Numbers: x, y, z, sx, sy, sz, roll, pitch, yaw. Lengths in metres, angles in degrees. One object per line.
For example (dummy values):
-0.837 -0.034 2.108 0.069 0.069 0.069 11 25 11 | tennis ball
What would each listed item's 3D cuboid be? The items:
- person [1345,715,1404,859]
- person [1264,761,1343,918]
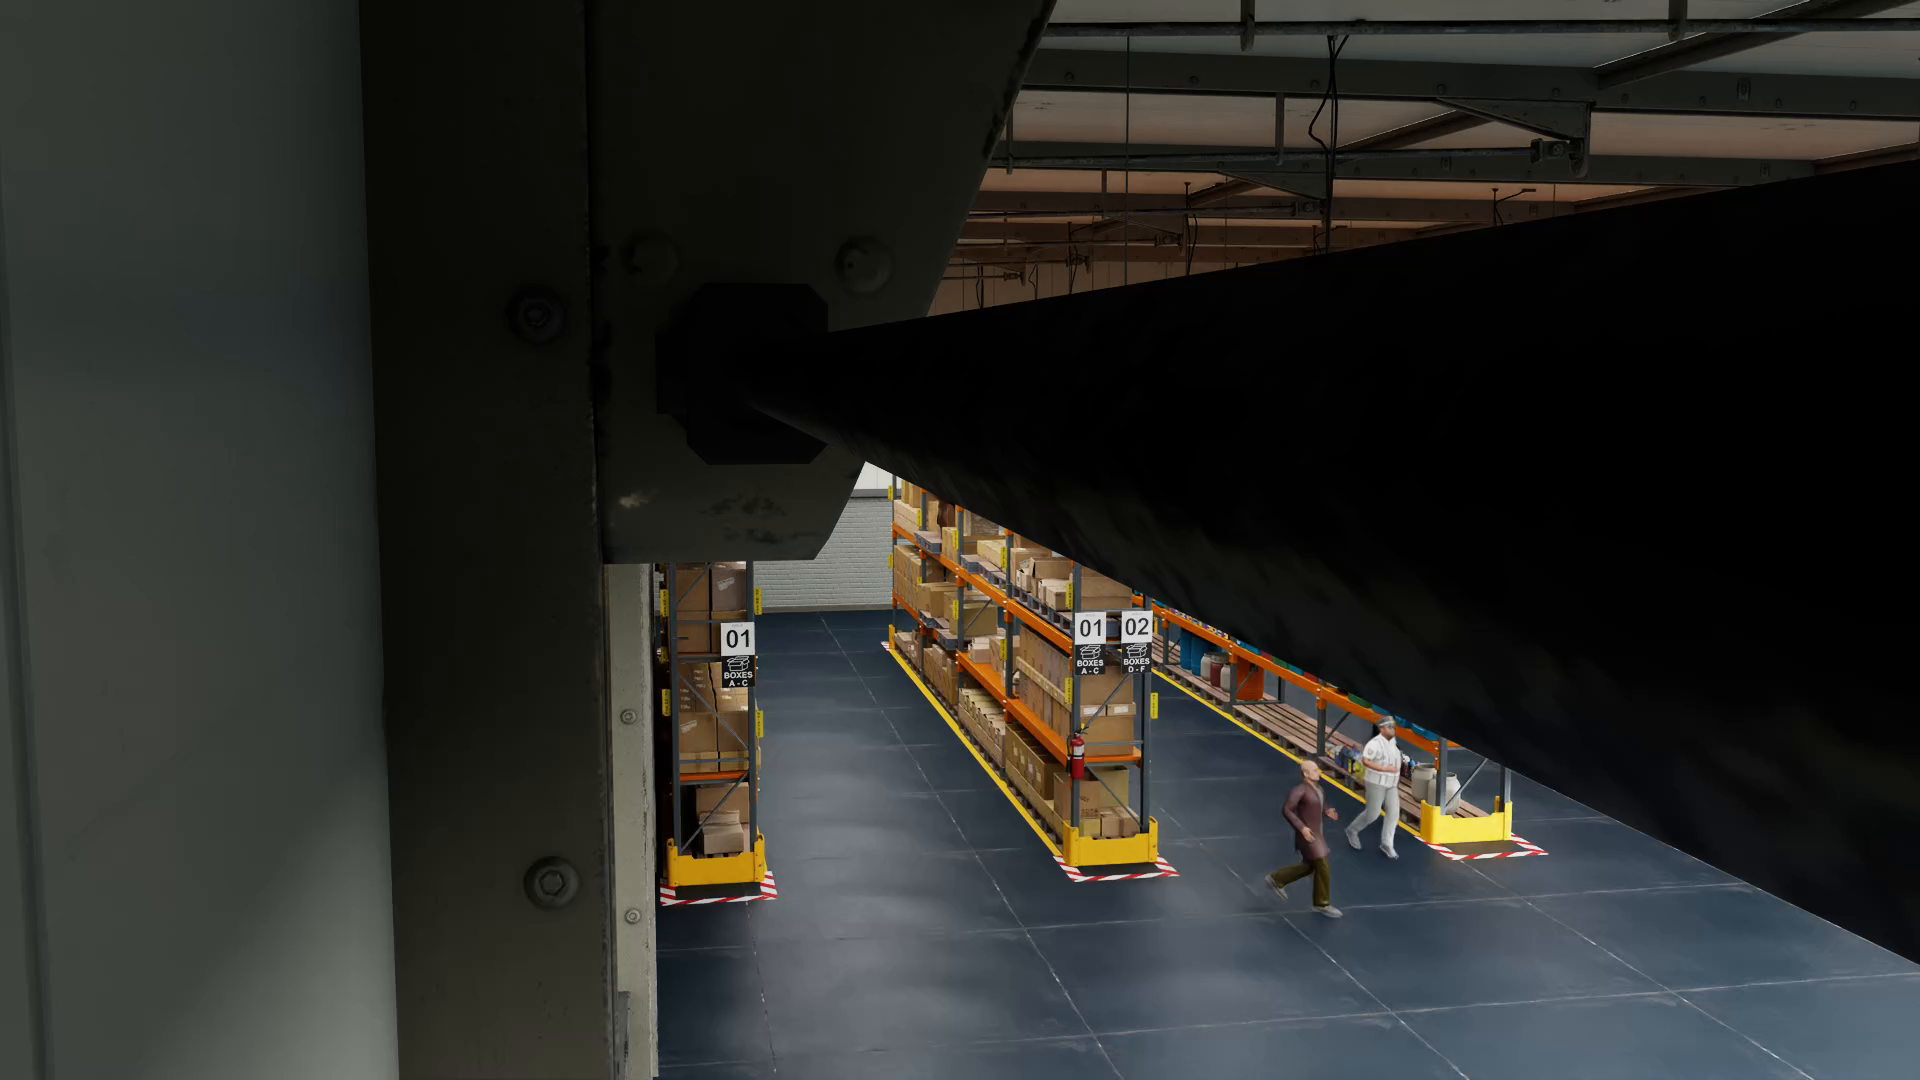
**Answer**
5.407 3.153 21.451 0.698 1.837 0.795 -5 8 -39 | person
3.964 3.397 19.095 0.923 1.783 0.699 3 7 26 | person
